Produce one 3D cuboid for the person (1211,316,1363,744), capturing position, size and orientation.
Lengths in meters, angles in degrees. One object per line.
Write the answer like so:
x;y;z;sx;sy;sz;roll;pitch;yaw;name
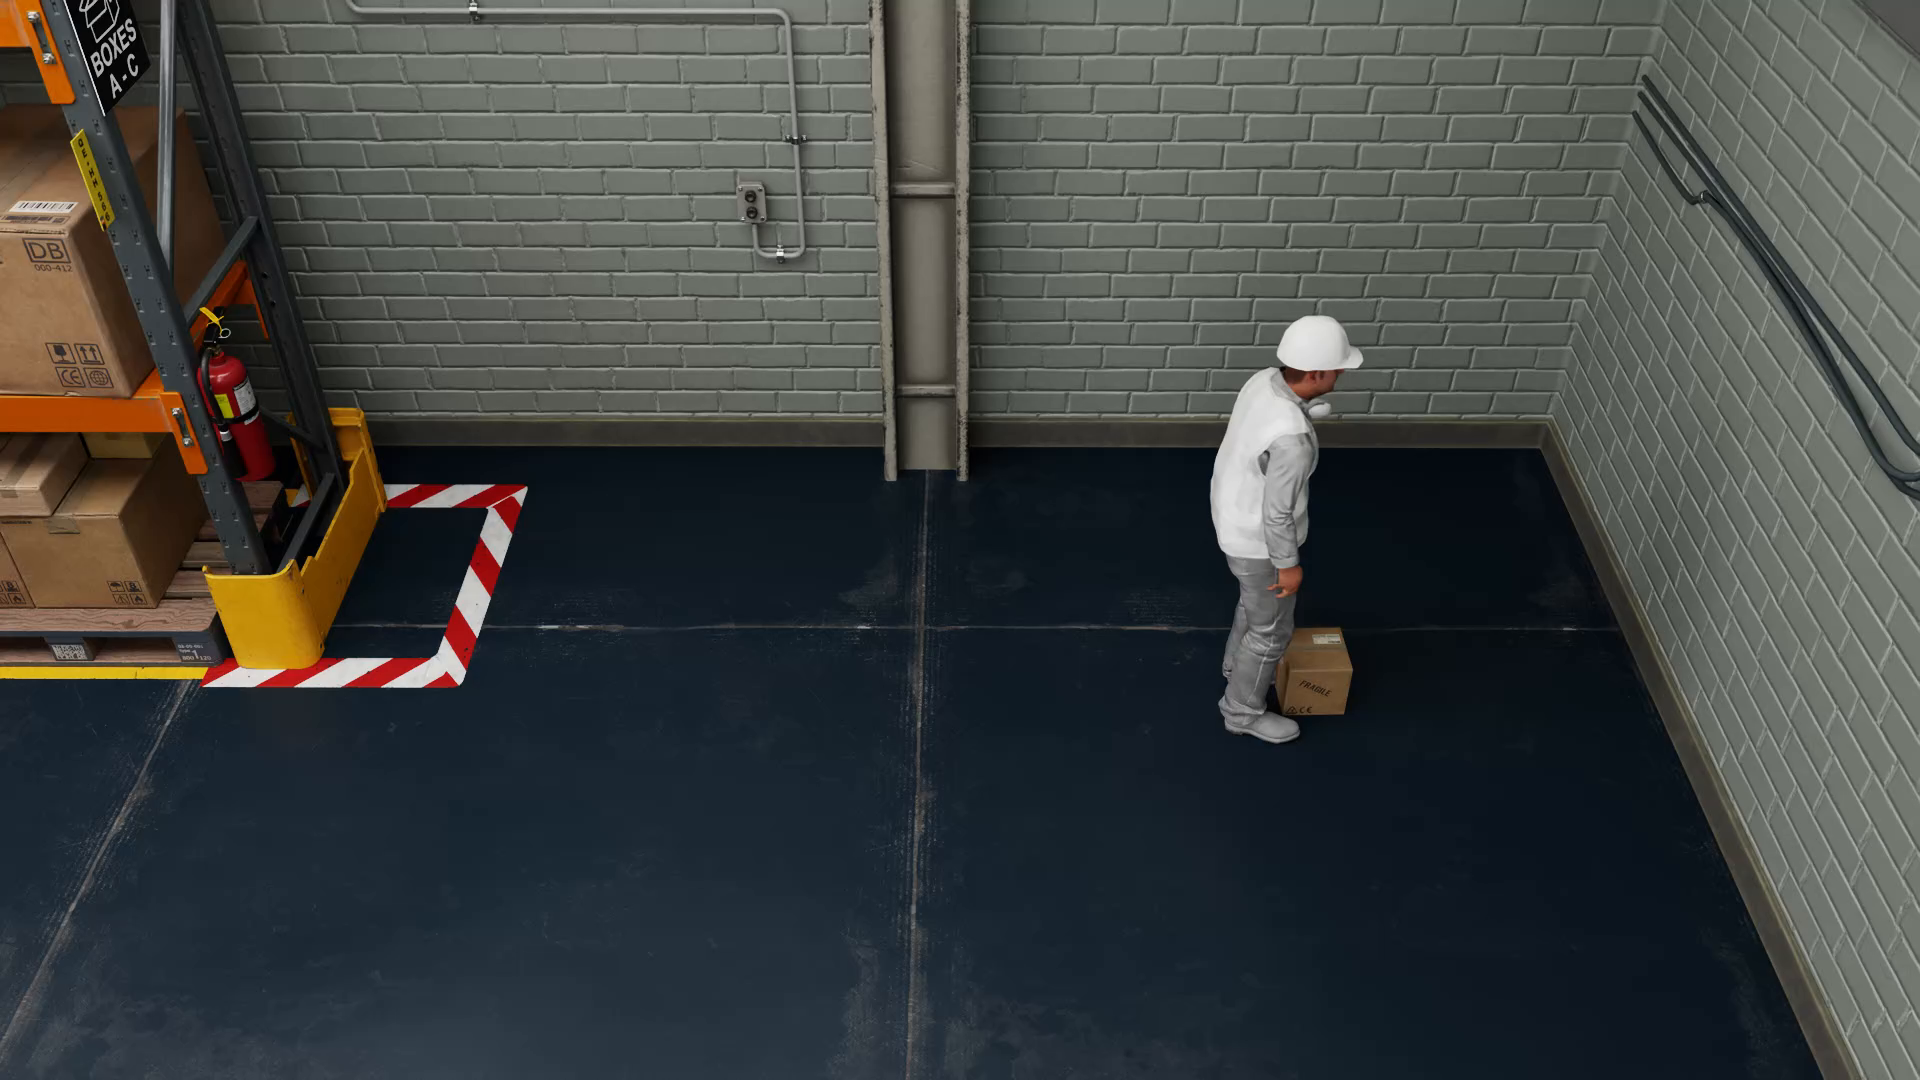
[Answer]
1.160;-0.054;6.200;0.464;1.771;0.581;0;39;0;person
